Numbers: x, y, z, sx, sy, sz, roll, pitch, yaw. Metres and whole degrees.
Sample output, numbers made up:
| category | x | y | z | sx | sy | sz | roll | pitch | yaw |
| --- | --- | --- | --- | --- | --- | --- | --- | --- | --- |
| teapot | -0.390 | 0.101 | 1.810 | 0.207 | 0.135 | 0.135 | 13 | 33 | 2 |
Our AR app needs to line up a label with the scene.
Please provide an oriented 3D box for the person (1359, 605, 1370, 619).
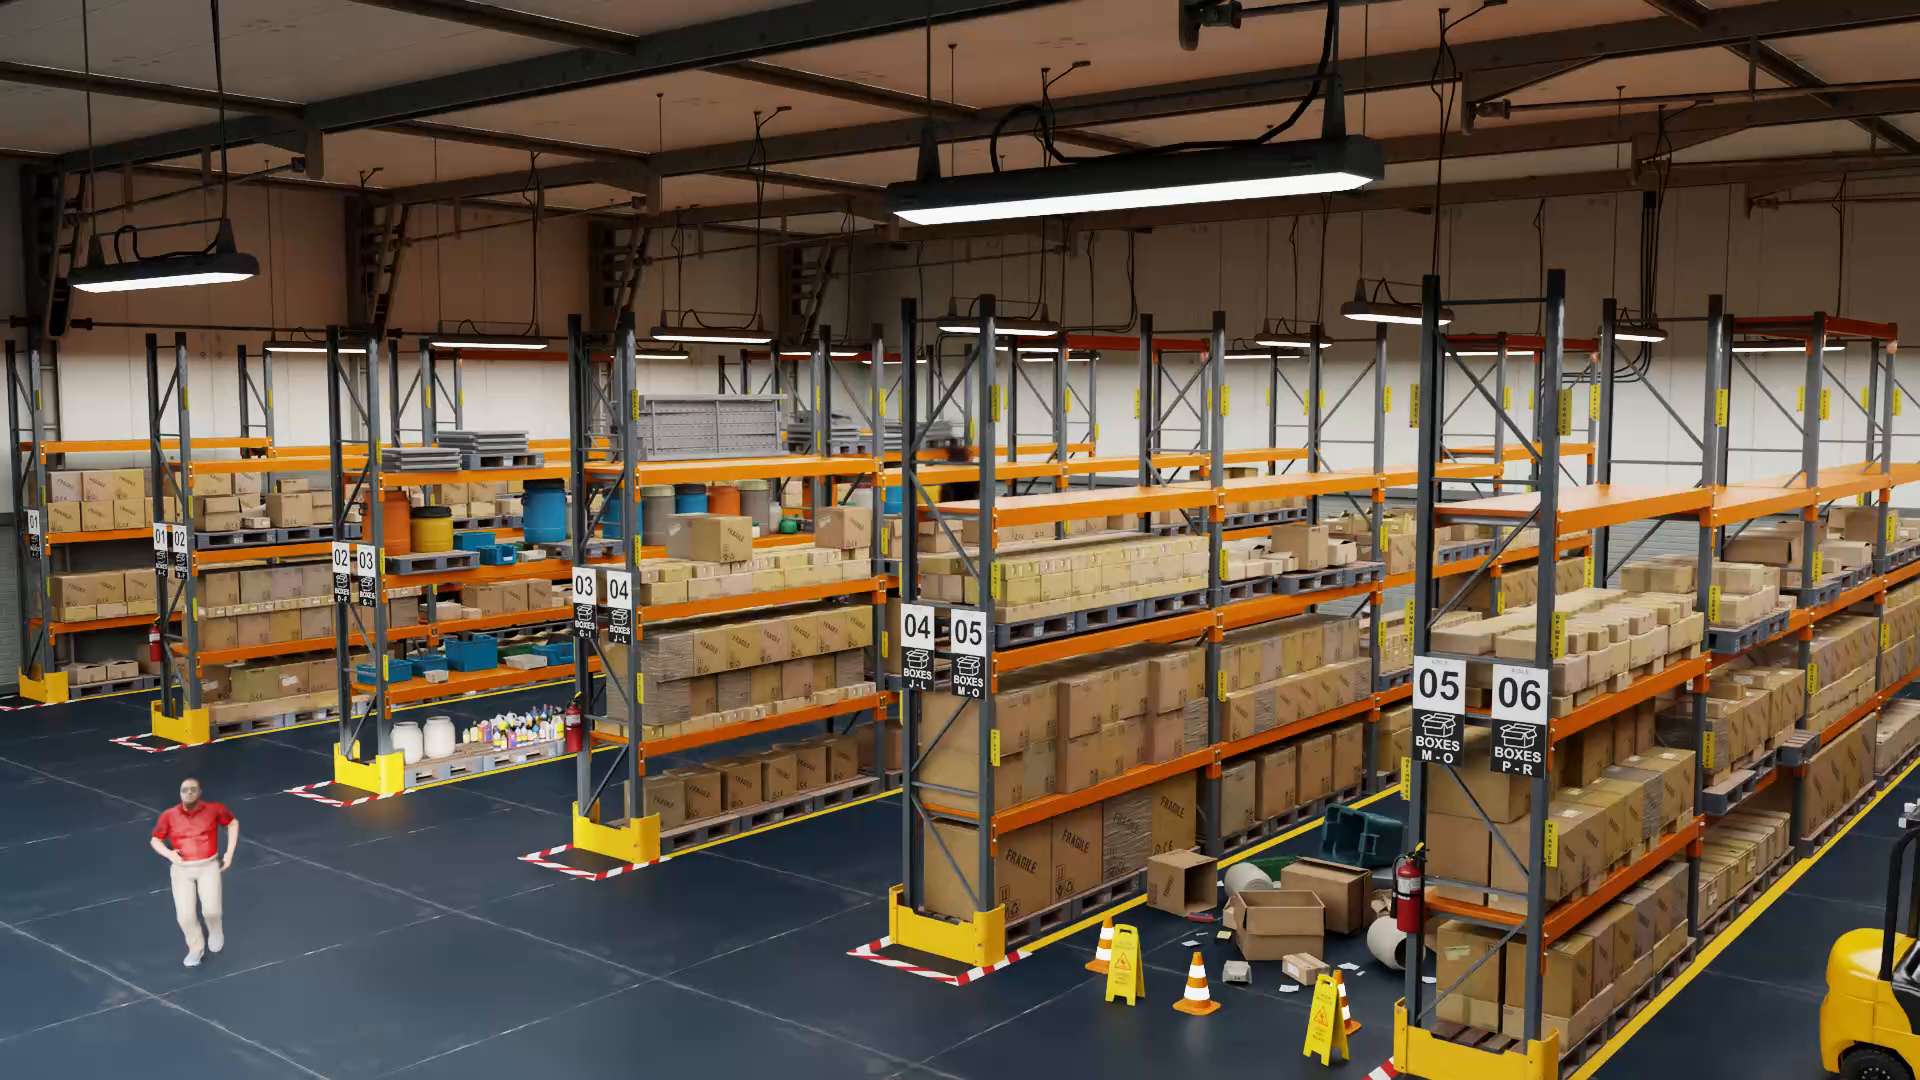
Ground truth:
| category | x | y | z | sx | sy | sz | roll | pitch | yaw |
| --- | --- | --- | --- | --- | --- | --- | --- | --- | --- |
| person | 6.463 | 1.939 | 26.334 | 0.729 | 1.822 | 0.721 | -5 | 7 | -44 |

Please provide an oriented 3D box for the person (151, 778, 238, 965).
| category | x | y | z | sx | sy | sz | roll | pitch | yaw |
| --- | --- | --- | --- | --- | --- | --- | --- | --- | --- |
| person | -6.854 | 2.981 | 14.909 | 0.716 | 1.694 | 0.578 | -2 | 6 | -21 |
